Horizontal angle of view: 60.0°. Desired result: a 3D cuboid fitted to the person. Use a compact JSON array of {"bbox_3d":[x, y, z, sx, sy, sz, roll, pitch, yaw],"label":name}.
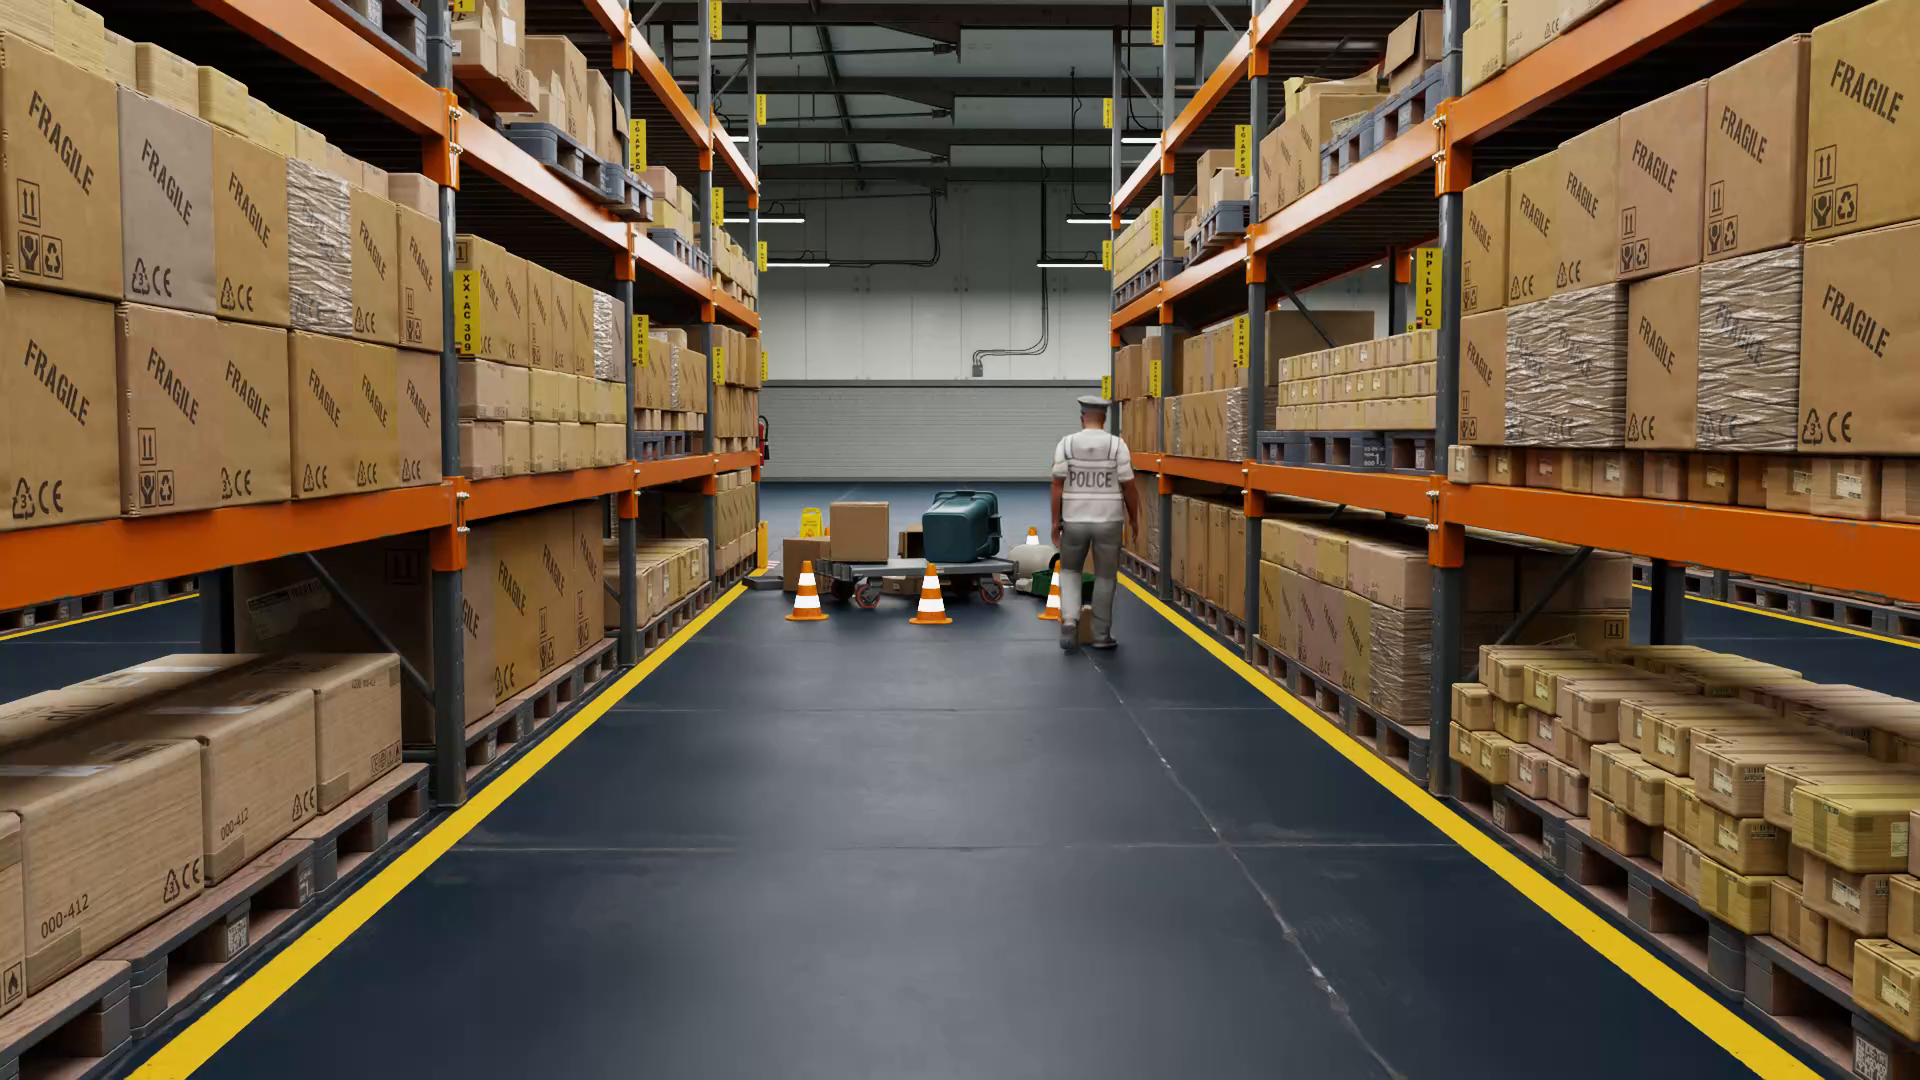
[{"bbox_3d":[0.931,-0.114,11.470,0.594,1.767,0.535,1,4,11],"label":"person"}]
